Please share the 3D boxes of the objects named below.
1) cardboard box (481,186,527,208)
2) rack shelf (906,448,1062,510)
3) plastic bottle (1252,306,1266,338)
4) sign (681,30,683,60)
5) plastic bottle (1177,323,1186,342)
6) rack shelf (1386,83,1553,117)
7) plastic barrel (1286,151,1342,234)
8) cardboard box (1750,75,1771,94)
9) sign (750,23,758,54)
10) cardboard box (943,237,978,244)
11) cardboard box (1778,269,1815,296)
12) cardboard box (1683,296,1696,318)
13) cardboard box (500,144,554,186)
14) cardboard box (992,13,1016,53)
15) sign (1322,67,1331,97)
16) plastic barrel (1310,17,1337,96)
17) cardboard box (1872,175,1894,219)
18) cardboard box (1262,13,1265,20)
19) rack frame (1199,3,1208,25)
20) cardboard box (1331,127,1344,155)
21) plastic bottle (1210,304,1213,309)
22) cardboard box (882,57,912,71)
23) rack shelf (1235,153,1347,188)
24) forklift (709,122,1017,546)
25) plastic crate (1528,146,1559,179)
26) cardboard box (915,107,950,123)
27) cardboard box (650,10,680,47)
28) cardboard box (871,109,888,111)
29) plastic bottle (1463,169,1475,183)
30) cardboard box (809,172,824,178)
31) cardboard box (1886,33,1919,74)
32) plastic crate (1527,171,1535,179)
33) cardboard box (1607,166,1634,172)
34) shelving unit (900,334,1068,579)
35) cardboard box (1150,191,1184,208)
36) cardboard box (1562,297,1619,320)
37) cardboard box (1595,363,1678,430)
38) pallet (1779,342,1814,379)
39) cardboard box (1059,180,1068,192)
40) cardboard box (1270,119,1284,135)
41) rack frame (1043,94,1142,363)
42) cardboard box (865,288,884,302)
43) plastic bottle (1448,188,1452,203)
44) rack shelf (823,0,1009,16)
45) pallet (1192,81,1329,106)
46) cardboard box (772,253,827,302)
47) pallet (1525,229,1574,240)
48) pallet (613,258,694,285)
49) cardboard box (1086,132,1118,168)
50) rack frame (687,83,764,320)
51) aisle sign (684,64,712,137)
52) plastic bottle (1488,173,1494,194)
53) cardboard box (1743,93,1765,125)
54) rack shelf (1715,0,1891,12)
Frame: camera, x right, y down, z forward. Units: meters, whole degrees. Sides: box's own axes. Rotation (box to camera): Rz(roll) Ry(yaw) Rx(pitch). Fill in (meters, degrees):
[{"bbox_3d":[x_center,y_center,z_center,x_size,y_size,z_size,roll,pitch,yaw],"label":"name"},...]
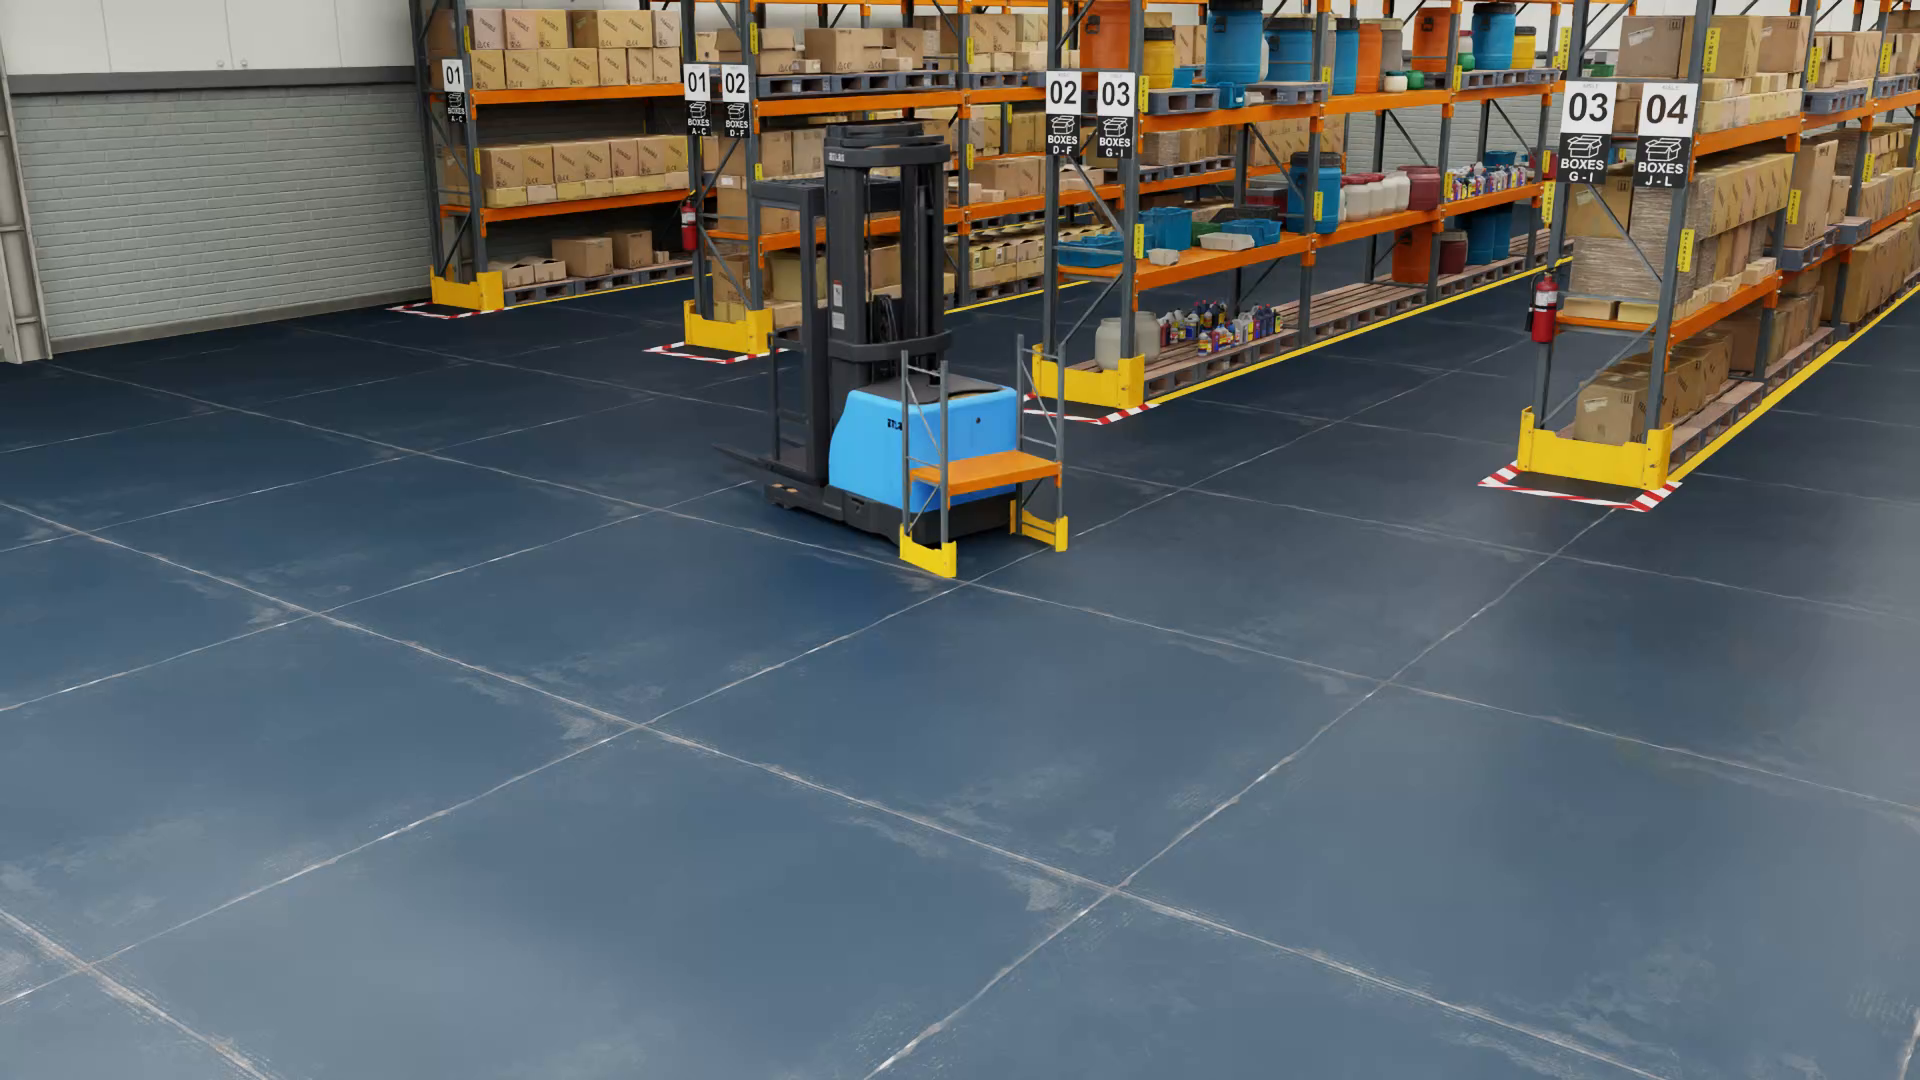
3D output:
[{"bbox_3d":[-6.135,-4.580,22.154,0.500,0.250,0.500,12,21,33],"label":"cardboard box"},{"bbox_3d":[0.166,-0.441,11.743,1.000,0.185,0.538,-12,21,-35],"label":"rack shelf"},{"bbox_3d":[3.392,-2.479,18.894,0.144,0.351,0.185,11,20,32],"label":"plastic bottle"},{"bbox_3d":[-3.128,-5.624,18.880,0.100,0.325,0.005,12,21,35],"label":"sign"},{"bbox_3d":[2.491,-2.337,18.689,0.097,0.201,0.097,0,17,0],"label":"plastic bottle"},{"bbox_3d":[7.234,-6.302,23.635,1.077,0.370,4.000,12,21,35],"label":"rack shelf"},{"bbox_3d":[4.133,-4.062,19.421,0.600,0.901,0.708,12,21,35],"label":"plastic barrel"},{"bbox_3d":[6.894,-4.017,14.644,0.380,0.149,0.250,14,22,37],"label":"cardboard box"},{"bbox_3d":[-2.258,-5.496,18.218,0.100,0.325,0.005,12,21,35],"label":"sign"},{"bbox_3d":[-0.001,-4.088,23.331,0.500,0.311,0.500,13,22,36],"label":"cardboard box"},{"bbox_3d":[9.337,-2.943,18.871,0.500,0.250,0.500,16,23,41],"label":"cardboard box"},{"bbox_3d":[5.940,-1.975,13.969,0.380,0.149,0.250,12,21,35],"label":"cardboard box"},{"bbox_3d":[-5.852,-5.055,22.417,0.500,0.500,0.500,12,21,35],"label":"cardboard box"},{"bbox_3d":[0.403,-6.859,22.497,0.500,0.500,0.500,15,23,40],"label":"cardboard box"},{"bbox_3d":[4.094,-5.121,18.604,0.100,0.325,0.005,12,21,35],"label":"sign"},{"bbox_3d":[4.177,-5.771,19.867,0.600,0.901,0.600,0,17,0],"label":"plastic barrel"},{"bbox_3d":[11.436,-4.342,20.998,0.500,0.500,0.500,13,21,35],"label":"cardboard box"},{"bbox_3d":[4.709,-8.646,28.115,0.700,0.500,0.500,12,21,35],"label":"cardboard box"},{"bbox_3d":[4.450,-9.431,27.439,1.000,3.000,0.127,12,21,35],"label":"rack frame"},{"bbox_3d":[6.785,-7.411,30.883,0.500,0.500,0.500,13,22,36],"label":"cardboard box"},{"bbox_3d":[2.946,-2.613,19.451,0.152,0.276,0.135,13,22,37],"label":"plastic bottle"},{"bbox_3d":[-0.816,-5.905,20.621,0.380,0.149,0.250,12,21,35],"label":"cardboard box"},{"bbox_3d":[5.642,-6.698,29.969,1.077,0.370,4.000,12,21,35],"label":"rack shelf"},{"bbox_3d":[-0.892,-1.722,12.847,1.130,2.935,3.031,-14,22,-38],"label":"forklift"},{"bbox_3d":[9.159,-5.917,26.031,0.402,0.464,0.583,12,21,35],"label":"plastic crate"},{"bbox_3d":[-0.523,-7.478,29.298,0.500,0.250,0.500,12,21,34],"label":"cardboard box"},{"bbox_3d":[-4.378,-7.335,23.859,0.500,0.500,0.500,10,20,30],"label":"cardboard box"},{"bbox_3d":[-1.541,-7.321,28.794,0.500,0.250,0.500,12,21,33],"label":"cardboard box"},{"bbox_3d":[7.282,-5.122,23.762,0.144,0.351,0.185,12,21,35],"label":"plastic bottle"},{"bbox_3d":[-1.836,-4.303,19.779,0.380,0.149,0.250,12,21,34],"label":"cardboard box"},{"bbox_3d":[12.066,-6.355,21.716,0.700,0.500,0.500,13,22,36],"label":"cardboard box"},{"bbox_3d":[8.818,-5.678,25.813,0.396,0.136,0.243,12,21,35],"label":"plastic crate"},{"bbox_3d":[5.676,-2.918,14.227,0.500,0.500,0.500,12,21,35],"label":"cardboard box"},{"bbox_3d":[0.173,-0.615,11.694,1.083,1.500,0.587,-12,21,-35],"label":"shelving unit"},{"bbox_3d":[3.370,-5.630,27.523,0.500,0.250,0.500,12,21,35],"label":"cardboard box"},{"bbox_3d":[5.257,-1.940,13.858,0.380,0.149,0.250,12,21,35],"label":"cardboard box"},{"bbox_3d":[5.968,-1.257,14.741,0.500,0.500,0.500,-13,22,-36],"label":"cardboard box"},{"bbox_3d":[8.826,-2.055,18.504,1.003,0.211,1.213,12,21,35],"label":"pallet"},{"bbox_3d":[1.352,-5.179,24.288,0.380,0.149,0.250,14,22,39],"label":"cardboard box"},{"bbox_3d":[5.264,-7.276,28.763,0.500,0.500,0.500,12,21,33],"label":"cardboard box"},{"bbox_3d":[1.276,-2.831,16.303,1.000,3.000,0.127,12,21,35],"label":"rack frame"},{"bbox_3d":[-1.307,-3.040,20.905,0.500,0.250,0.500,12,21,35],"label":"cardboard box"},{"bbox_3d":[6.651,-4.744,22.680,0.097,0.271,0.097,0,17,0],"label":"plastic bottle"},{"bbox_3d":[-0.722,-9.294,28.887,1.077,0.370,4.000,12,21,35],"label":"rack shelf"},{"bbox_3d":[3.308,-4.937,18.345,1.213,0.211,1.003,12,21,35],"label":"pallet"},{"bbox_3d":[-1.906,-3.161,20.028,0.500,0.500,0.500,12,21,35],"label":"cardboard box"},{"bbox_3d":[10.287,-5.121,28.378,1.003,0.211,1.213,12,21,35],"label":"pallet"},{"bbox_3d":[-4.669,-4.037,24.887,1.003,0.211,1.213,12,21,35],"label":"pallet"},{"bbox_3d":[2.351,-6.031,25.731,0.700,0.500,0.500,5,18,16],"label":"cardboard box"},{"bbox_3d":[-2.700,-3.708,19.125,1.000,3.000,0.127,12,21,35],"label":"rack frame"},{"bbox_3d":[-2.975,-4.985,18.856,0.394,0.787,0.004,12,21,35],"label":"aisle sign"},{"bbox_3d":[7.613,-5.125,23.887,0.061,0.283,0.133,12,21,35],"label":"plastic bottle"},{"bbox_3d":[6.655,-3.752,14.464,0.500,0.250,0.500,13,22,36],"label":"cardboard box"},{"bbox_3d":[8.828,-5.716,17.363,1.077,0.370,4.000,12,21,35],"label":"rack shelf"}]
